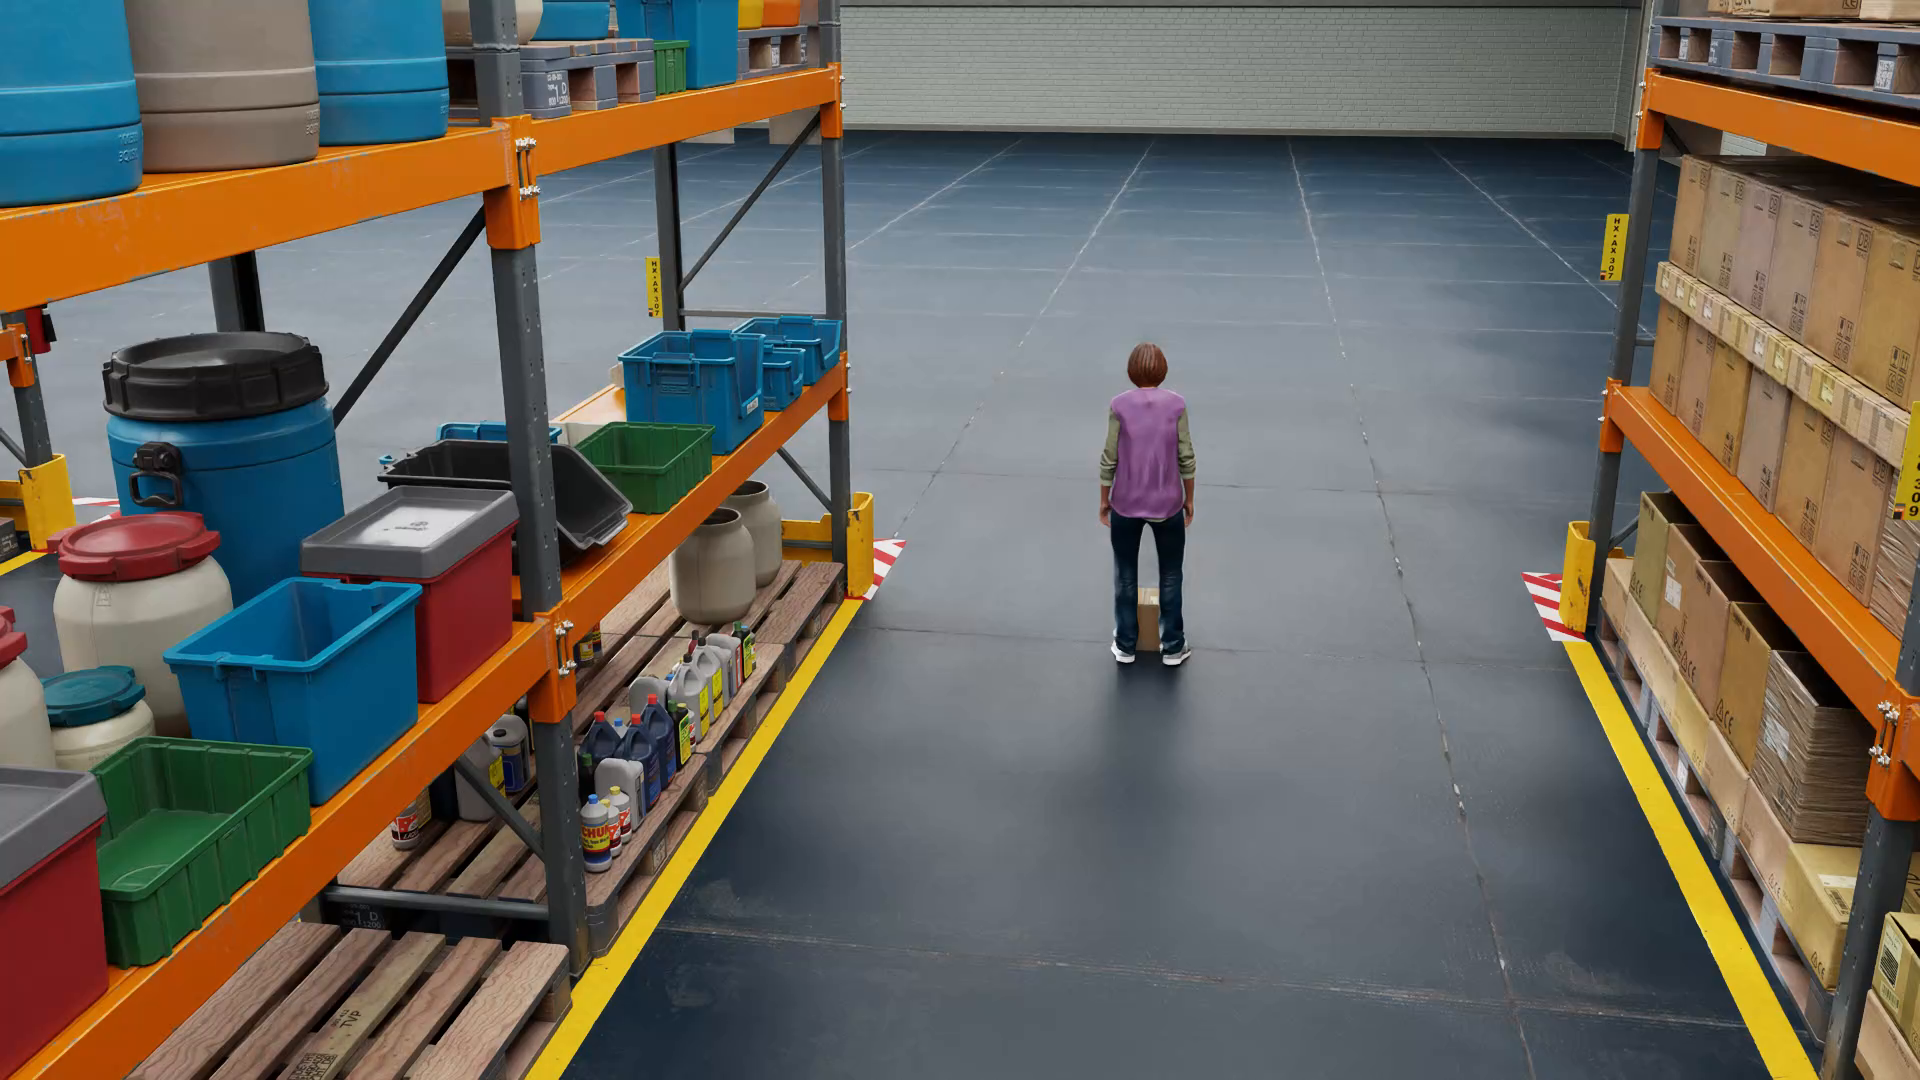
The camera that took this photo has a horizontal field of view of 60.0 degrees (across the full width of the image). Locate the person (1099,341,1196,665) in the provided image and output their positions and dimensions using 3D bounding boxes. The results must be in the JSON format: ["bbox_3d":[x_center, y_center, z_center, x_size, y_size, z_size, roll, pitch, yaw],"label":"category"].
[{"bbox_3d":[0.911,-0.161,8.064,0.483,1.592,0.348,2,18,5],"label":"person"}]
